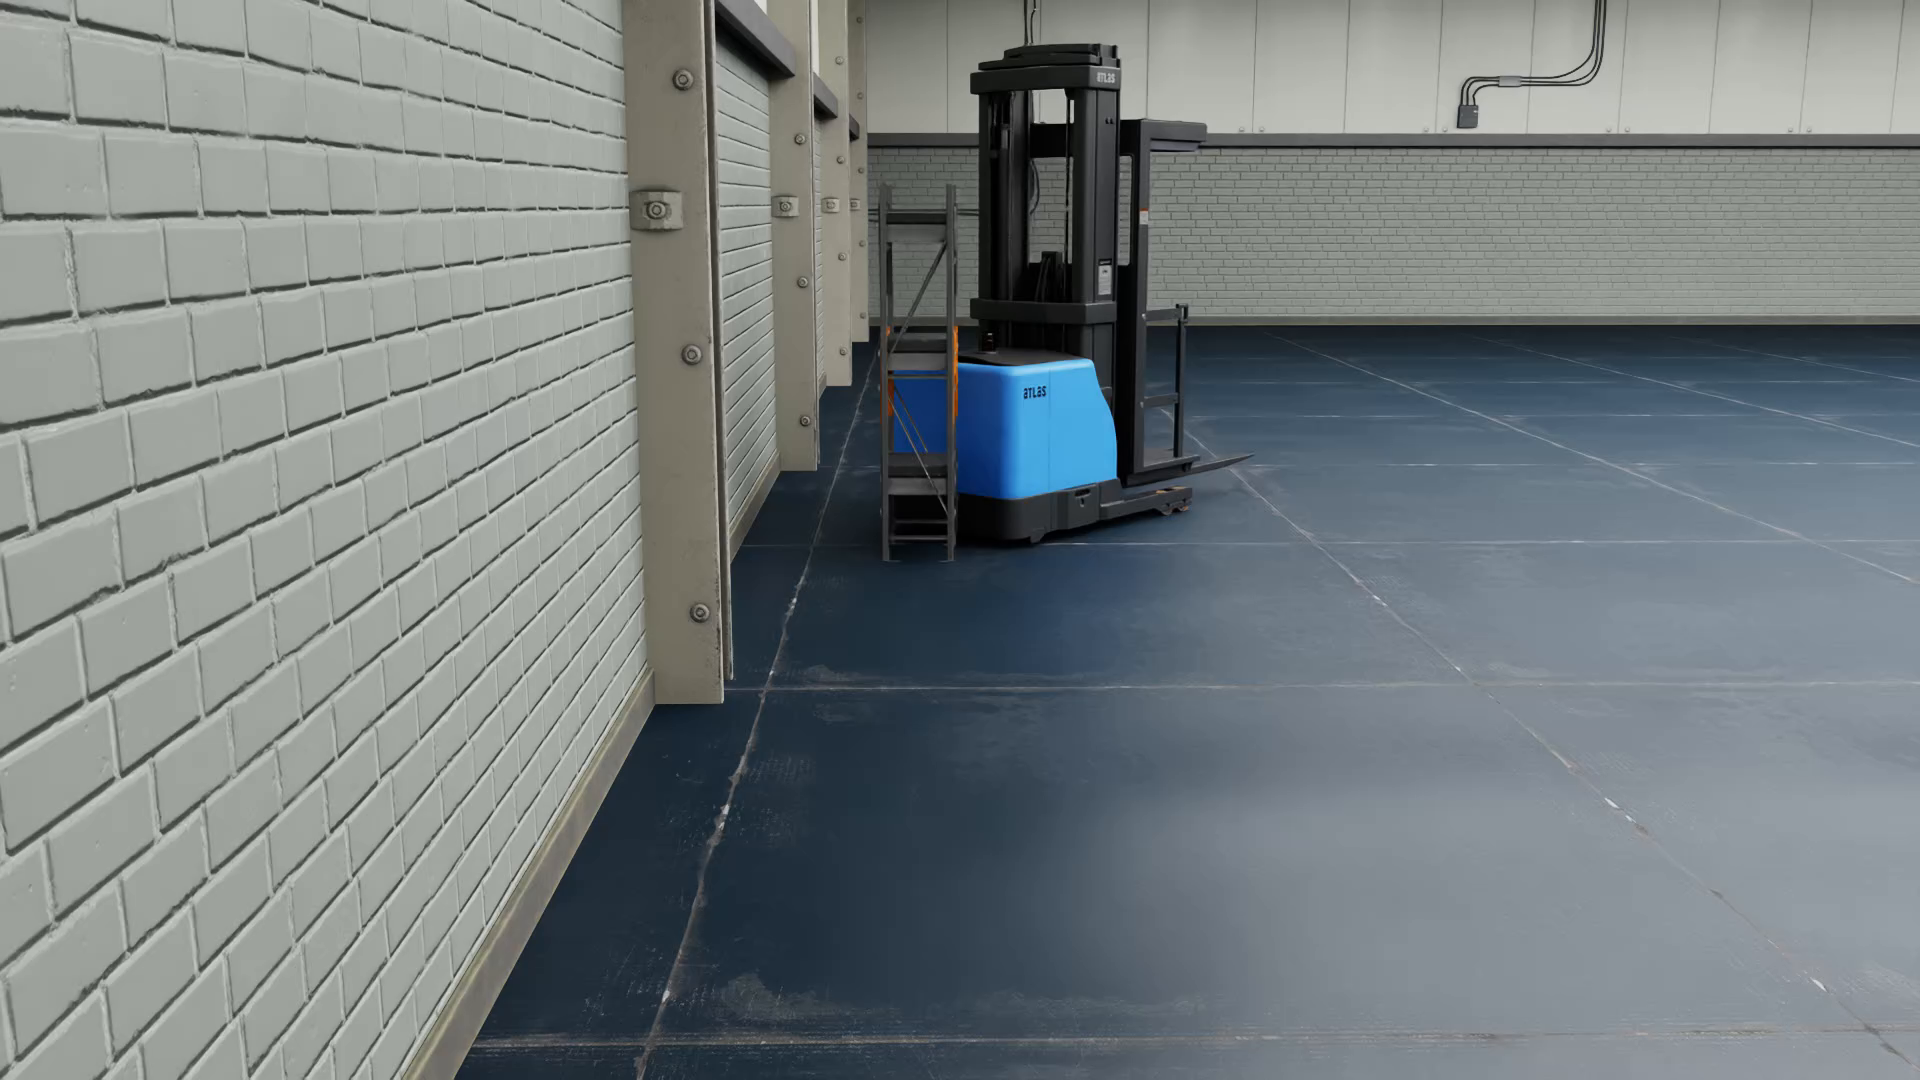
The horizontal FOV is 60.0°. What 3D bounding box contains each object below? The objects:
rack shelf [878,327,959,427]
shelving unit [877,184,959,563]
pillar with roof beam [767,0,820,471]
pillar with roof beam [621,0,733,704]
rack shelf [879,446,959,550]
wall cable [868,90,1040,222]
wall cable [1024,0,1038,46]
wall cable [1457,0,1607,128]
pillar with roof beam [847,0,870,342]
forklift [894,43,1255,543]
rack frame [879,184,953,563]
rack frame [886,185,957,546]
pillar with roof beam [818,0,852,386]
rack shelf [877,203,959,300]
[{"bbox_3d":[-0.229,-0.935,9.454,0.431,0.518,0.480,0,11,2],"label":"rack shelf"},{"bbox_3d":[-0.229,-0.948,9.452,0.431,2.100,0.503,0,11,2],"label":"shelving unit"},{"bbox_3d":[3.053,-4.993,12.039,9.100,9.000,0.400,0,11,-1],"label":"pillar with roof beam"},{"bbox_3d":[3.177,-3.801,6.160,9.100,9.000,0.400,0,11,-1],"label":"pillar with roof beam"},{"bbox_3d":[-0.229,-0.249,9.594,0.431,0.518,0.480,0,11,2],"label":"rack shelf"},{"bbox_3d":[-0.238,-6.430,26.931,3.097,2.526,0.112,0,11,-1],"label":"wall cable"},{"bbox_3d":[2.467,-8.916,26.484,3.097,2.526,0.112,0,11,-1],"label":"wall cable"},{"bbox_3d":[9.254,-9.655,26.461,2.305,6.003,0.169,0,11,-1],"label":"wall cable"},{"bbox_3d":[2.805,-7.379,23.797,9.100,9.000,0.400,0,11,-1],"label":"pillar with roof beam"},{"bbox_3d":[0.888,-1.653,10.836,1.130,2.935,3.031,10,15,40],"label":"forklift"},{"bbox_3d":[-0.238,-0.900,9.213,0.400,2.100,0.015,0,11,2],"label":"rack frame"},{"bbox_3d":[-0.221,-0.997,9.691,0.400,2.100,0.015,0,11,2],"label":"rack frame"},{"bbox_3d":[2.929,-6.186,17.918,9.100,9.000,0.400,0,11,-1],"label":"pillar with roof beam"},{"bbox_3d":[-0.229,-1.621,9.315,0.431,0.518,0.480,0,11,2],"label":"rack shelf"}]
